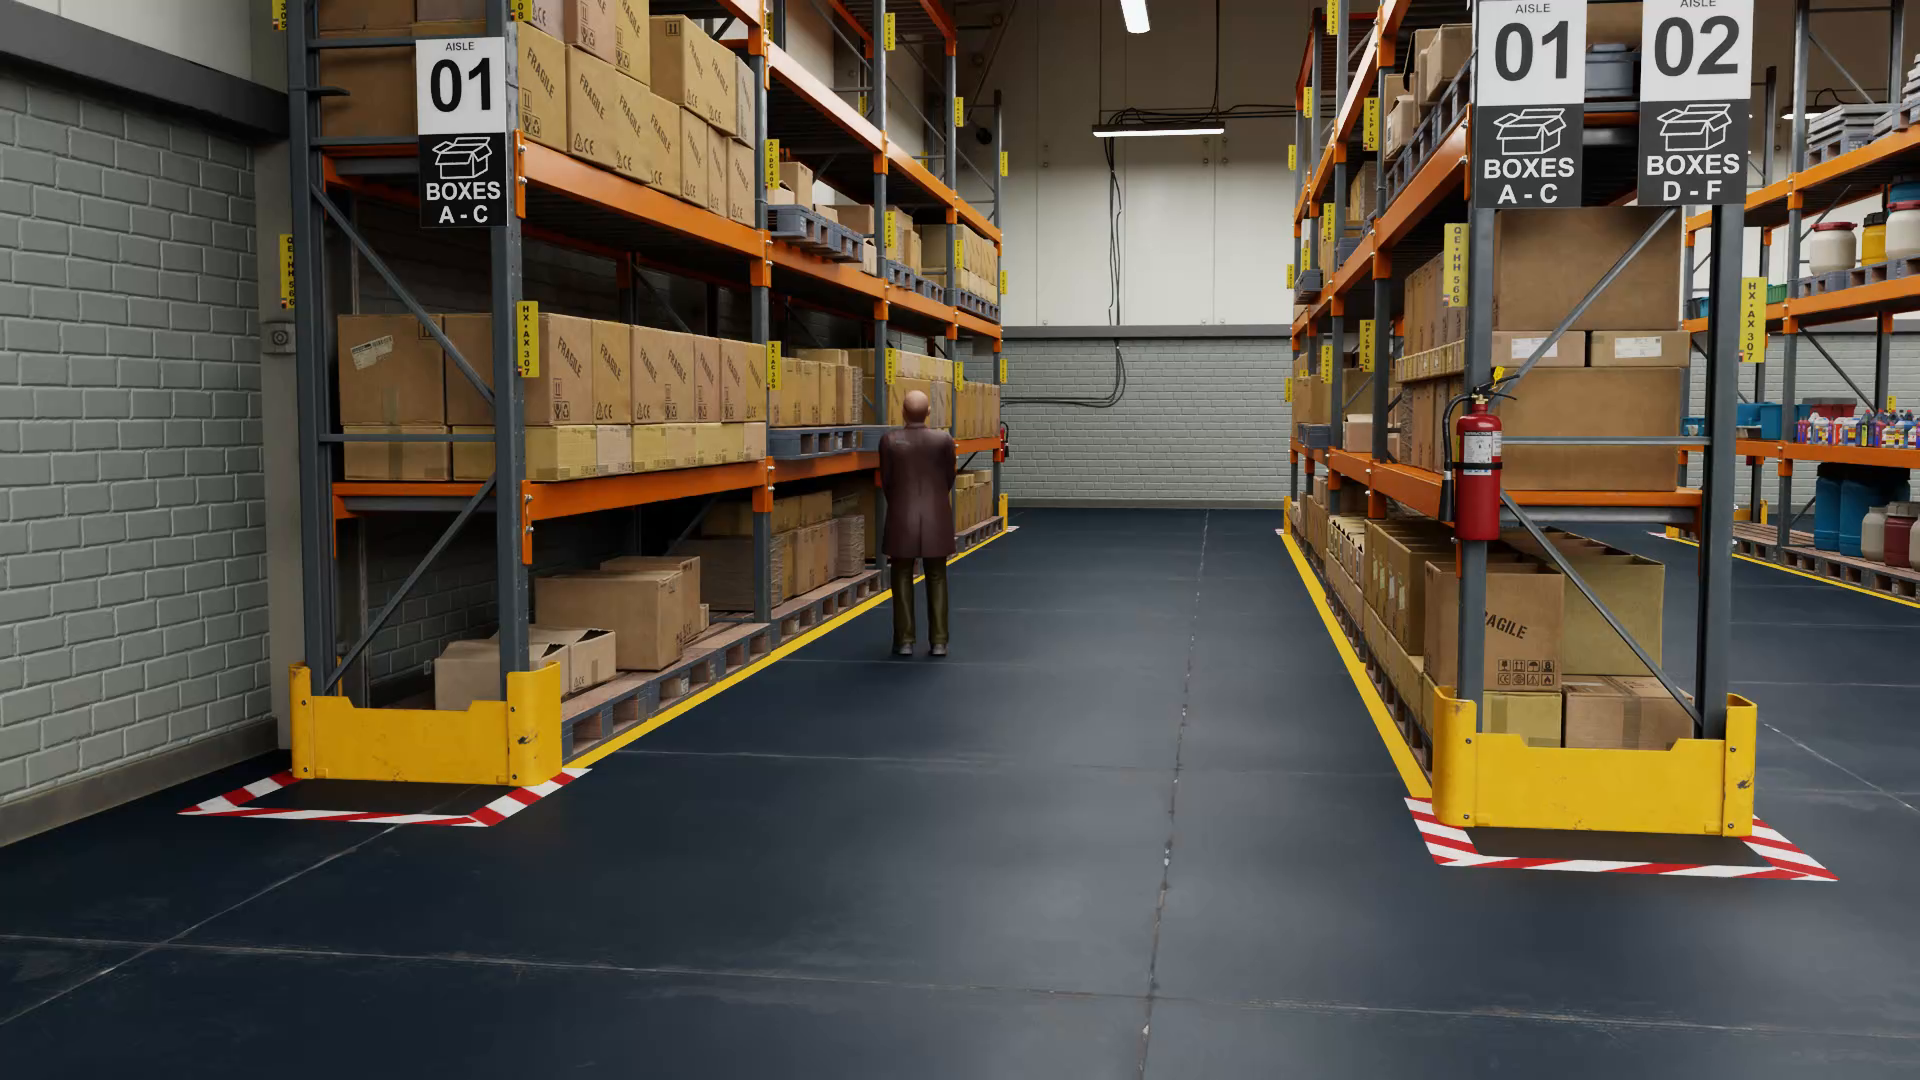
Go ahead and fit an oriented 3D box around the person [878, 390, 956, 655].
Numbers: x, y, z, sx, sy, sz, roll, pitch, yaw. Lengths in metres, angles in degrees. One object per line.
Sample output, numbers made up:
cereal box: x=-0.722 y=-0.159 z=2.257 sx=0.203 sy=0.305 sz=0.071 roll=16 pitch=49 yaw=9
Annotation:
person: x=-0.294 y=-0.123 z=11.233 sx=0.530 sy=1.769 sz=0.563 roll=0 pitch=4 yaw=-6
